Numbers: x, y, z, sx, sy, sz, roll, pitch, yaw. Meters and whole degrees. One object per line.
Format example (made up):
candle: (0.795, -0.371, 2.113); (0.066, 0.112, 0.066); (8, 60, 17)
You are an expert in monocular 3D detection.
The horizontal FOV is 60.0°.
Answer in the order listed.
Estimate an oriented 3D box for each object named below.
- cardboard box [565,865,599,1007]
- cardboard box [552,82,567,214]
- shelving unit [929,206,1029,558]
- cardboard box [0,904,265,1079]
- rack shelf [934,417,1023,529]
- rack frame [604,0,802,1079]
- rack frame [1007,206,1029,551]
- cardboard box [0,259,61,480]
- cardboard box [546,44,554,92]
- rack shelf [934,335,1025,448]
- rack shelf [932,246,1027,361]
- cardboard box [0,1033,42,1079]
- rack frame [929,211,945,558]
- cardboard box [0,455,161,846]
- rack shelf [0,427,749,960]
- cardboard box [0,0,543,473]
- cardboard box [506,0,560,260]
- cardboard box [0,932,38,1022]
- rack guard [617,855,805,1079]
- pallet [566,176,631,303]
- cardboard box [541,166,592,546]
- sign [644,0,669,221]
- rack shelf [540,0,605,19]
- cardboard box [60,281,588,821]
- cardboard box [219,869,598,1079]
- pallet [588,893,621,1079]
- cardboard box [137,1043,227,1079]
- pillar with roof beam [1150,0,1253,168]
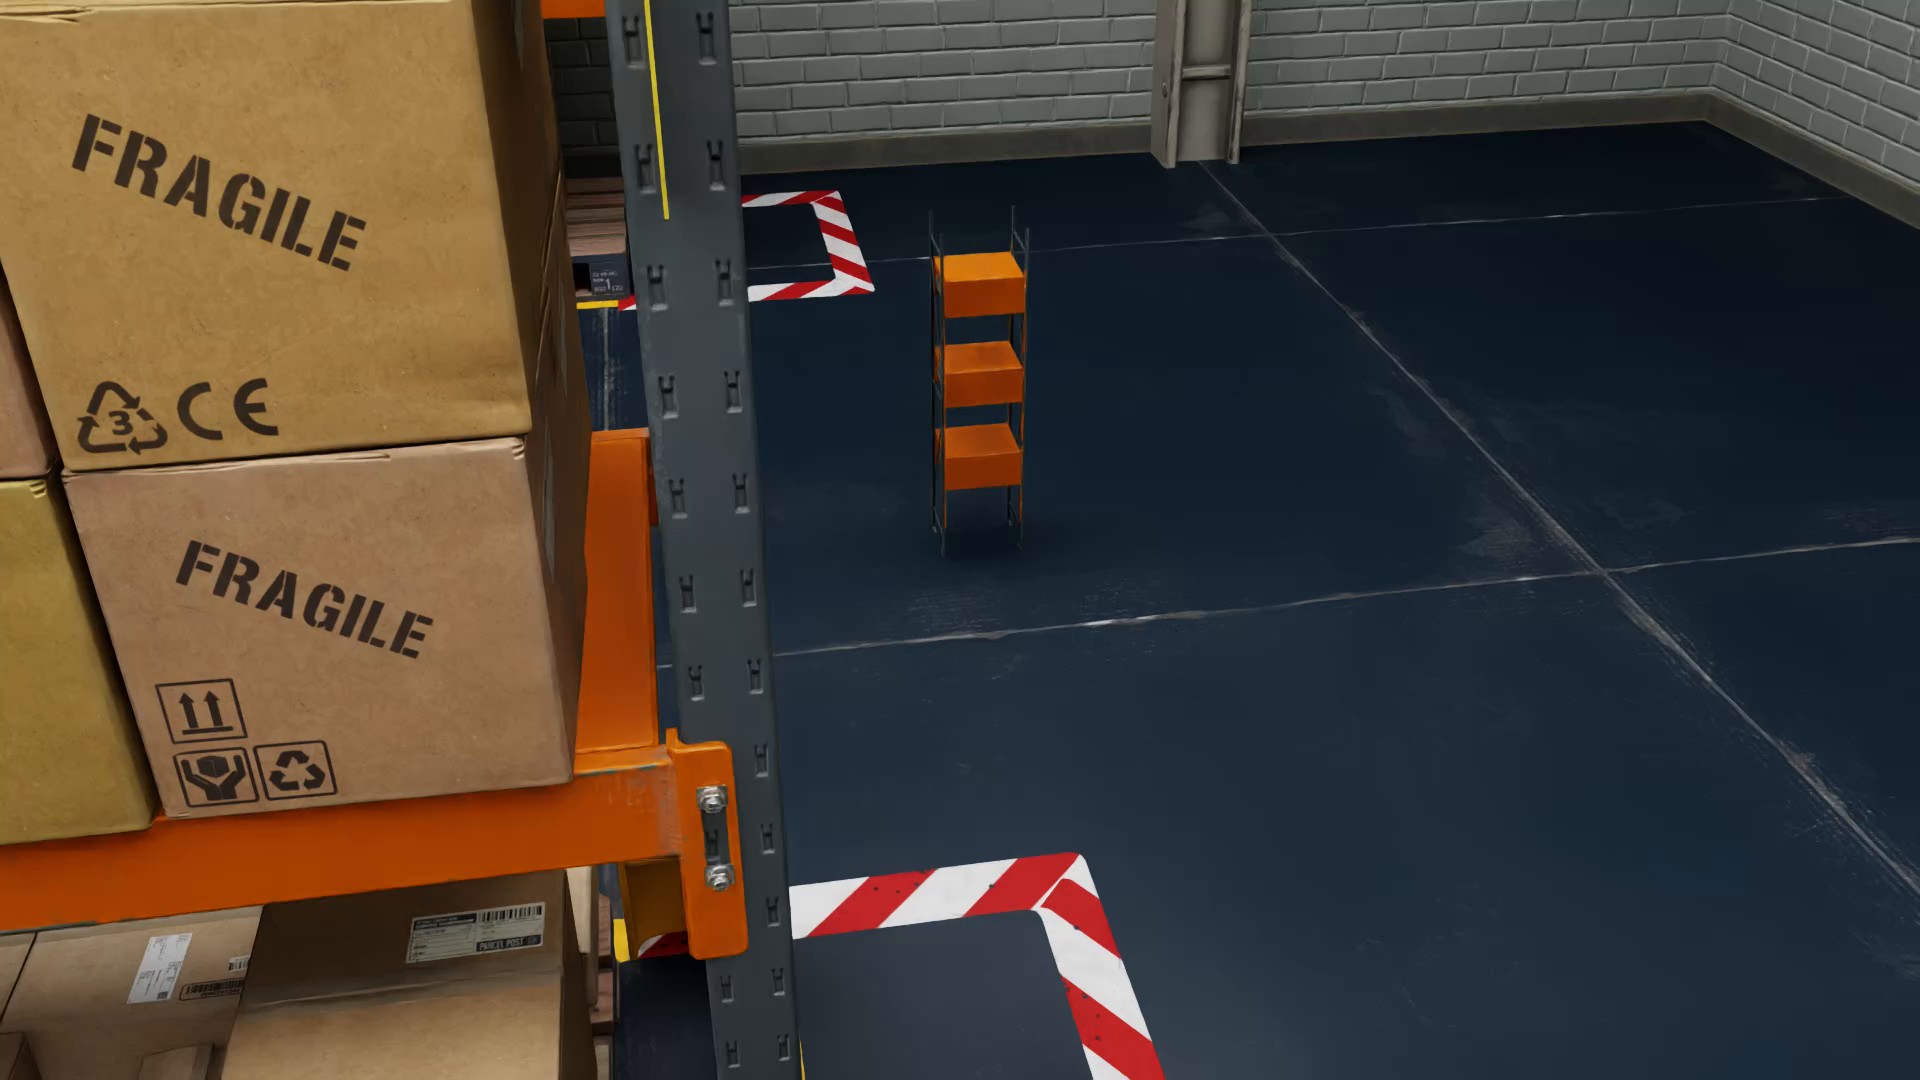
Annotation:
cardboard box: (-0.865, 0.769, 3.361); (0.250, 0.149, 0.380); (-5, 31, -9)
cardboard box: (-1.958, -1.596, 7.057); (0.500, 0.500, 0.700); (-5, 31, -9)
shelving unit: (0.053, -0.457, 4.992); (0.252, 1.050, 0.215); (-5, 31, -9)
cardboard box: (-1.469, 0.812, 3.188); (0.500, 0.250, 0.500); (-5, 31, -9)
rack shelf: (0.053, -0.209, 5.138); (0.240, 0.259, 0.215); (-5, 31, -9)
rack frame: (-0.392, -0.137, 2.524); (0.127, 3.000, 1.000); (-5, 31, -9)
rack frame: (0.173, -0.469, 5.011); (0.008, 1.050, 0.200); (-5, 31, -9)
cardboard box: (-1.277, -0.387, 1.864); (0.500, 0.500, 0.500); (-4, 31, -8)
cardboard box: (-1.871, -1.987, 7.082); (0.250, 0.149, 0.380); (-5, 31, -9)
rack shelf: (0.053, -0.448, 4.998); (0.240, 0.259, 0.215); (-5, 31, -9)
rack shelf: (0.053, -0.693, 4.854); (0.240, 0.259, 0.215); (-5, 31, -9)
cardboard box: (-1.822, 1.103, 2.694); (0.500, 0.250, 0.500); (-5, 31, -9)
rack frame: (-0.067, -0.446, 4.973); (0.008, 1.050, 0.200); (-5, 31, -9)
cardboard box: (-1.293, 0.045, 2.115); (0.500, 0.500, 0.500); (-5, 31, -8)
rack shelf: (-2.359, 0.356, 2.396); (4.000, 0.370, 1.077); (-5, 31, -9)
cardboard box: (-0.780, -0.433, 1.943); (0.500, 0.500, 0.500); (-6, 31, -9)
cardboard box: (-0.876, -0.702, 2.400); (0.500, 0.500, 0.500); (-4, 31, -7)
cardboard box: (-1.961, 0.858, 3.110); (0.500, 0.250, 0.500); (-5, 31, -9)
rack guard: (-0.466, 0.947, 3.146); (0.348, 0.500, 1.175); (-5, 31, -9)
pallet: (-2.060, -1.292, 7.240); (1.213, 0.211, 1.003); (-5, 31, -9)
cardboard box: (-0.876, -0.271, 2.653); (0.500, 0.500, 0.500); (-5, 31, -8)
sign: (-0.311, -0.494, 1.677); (0.005, 0.325, 0.100); (-5, 31, -9)
rack shelf: (-3.255, -2.114, 6.595); (4.000, 0.370, 1.077); (-5, 31, -9)
cardboard box: (-0.783, -0.004, 2.198); (0.500, 0.500, 0.500); (-4, 31, -7)
cardboard box: (-0.882, 0.923, 2.753); (0.500, 0.500, 0.500); (-5, 31, -9)
pallet: (-1.250, 1.145, 3.094); (1.213, 0.211, 1.003); (-5, 31, -9)
cardboard box: (-1.297, 1.059, 2.851); (0.250, 0.166, 0.380); (-5, 31, -9)
pillar with roof beam: (1.988, -3.724, 2.705); (0.400, 9.000, 9.100); (-5, 31, -9)
